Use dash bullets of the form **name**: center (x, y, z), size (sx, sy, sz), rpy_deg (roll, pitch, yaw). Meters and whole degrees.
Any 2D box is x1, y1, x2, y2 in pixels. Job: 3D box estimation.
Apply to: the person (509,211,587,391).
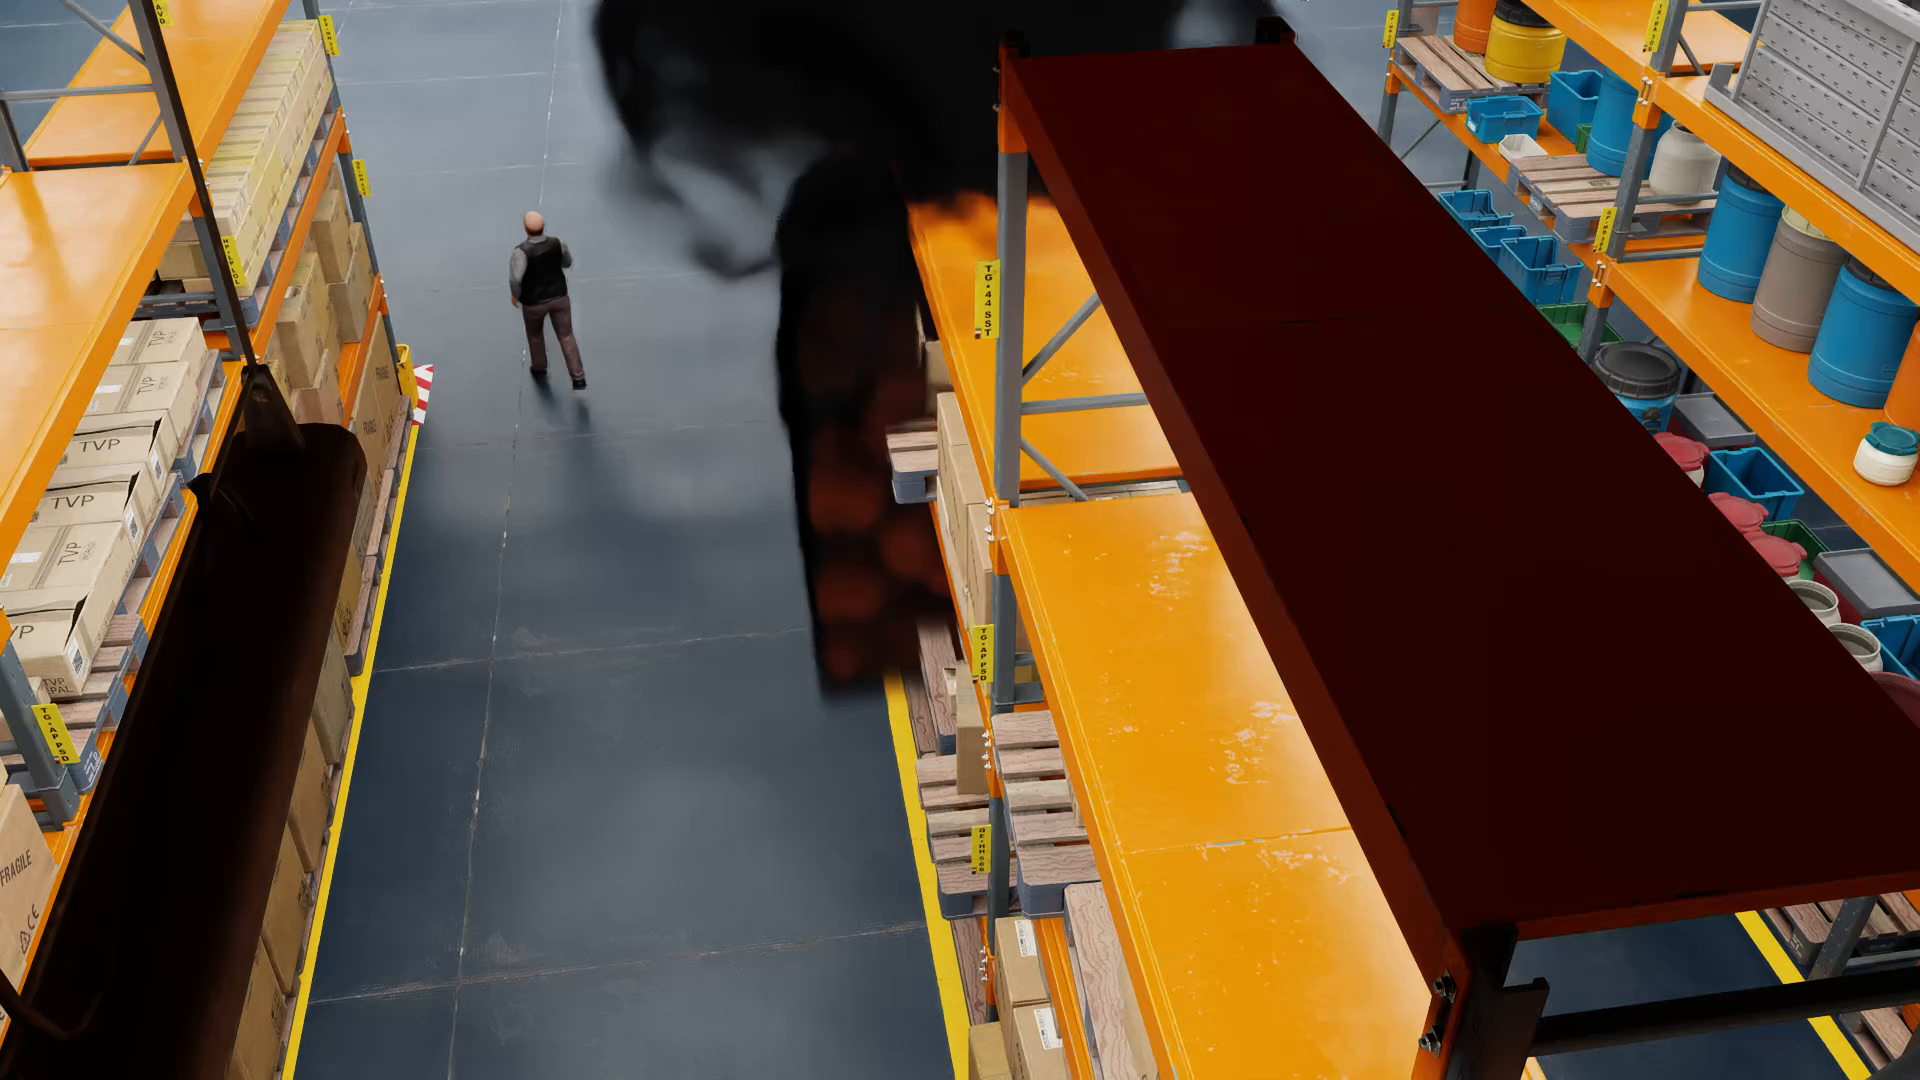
- **person**: center (-3.715, -2.128, 14.865), size (0.660, 1.732, 0.923), rpy_deg (-20, 41, -25)
